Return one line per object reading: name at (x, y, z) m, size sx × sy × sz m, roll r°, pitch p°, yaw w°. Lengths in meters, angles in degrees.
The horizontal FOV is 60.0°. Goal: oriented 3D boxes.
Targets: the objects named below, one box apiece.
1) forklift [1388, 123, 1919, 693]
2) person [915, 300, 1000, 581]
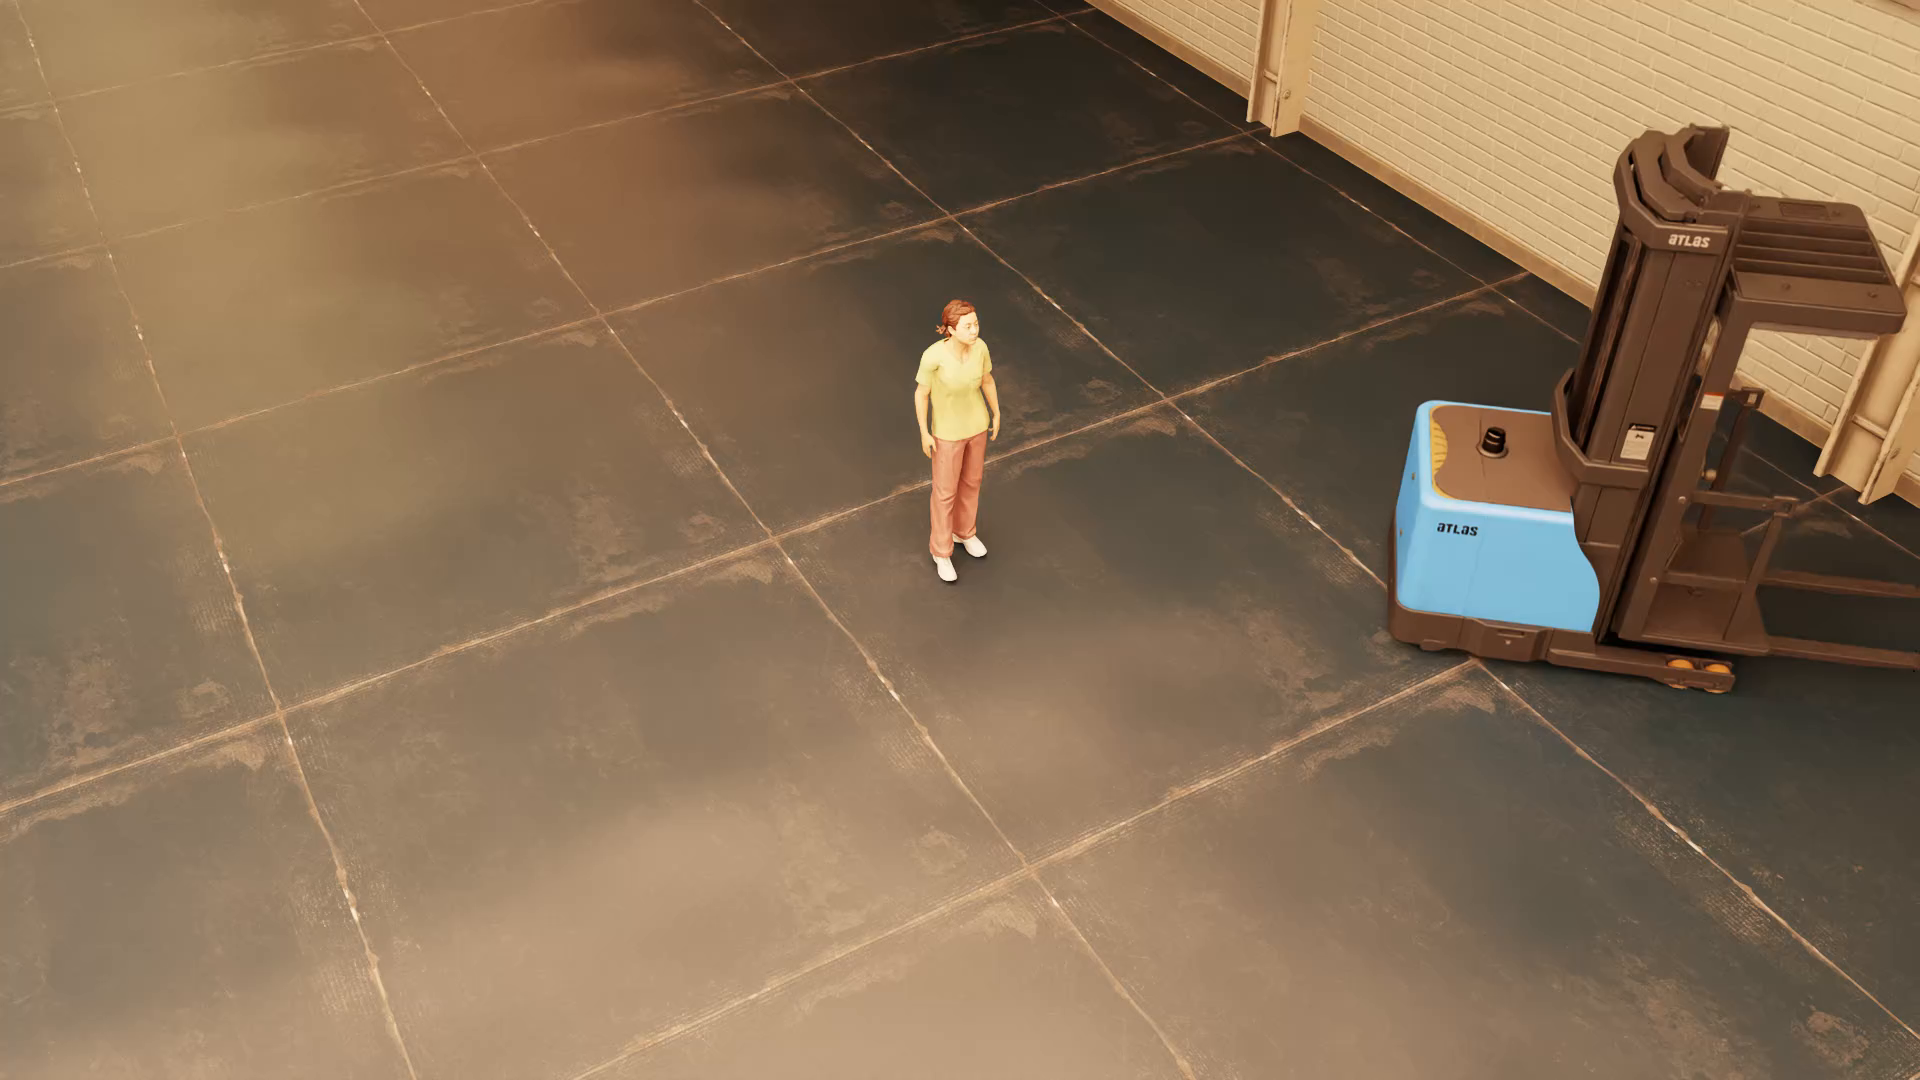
forklift at (4.041, -0.642, 8.810) m, size 3.031 × 2.935 × 1.130 m, roll 7°, pitch 40°, yaw 8°
person at (0.027, -0.606, 9.739) m, size 0.554 × 1.673 × 0.548 m, roll -20°, pitch 44°, yaw -23°
